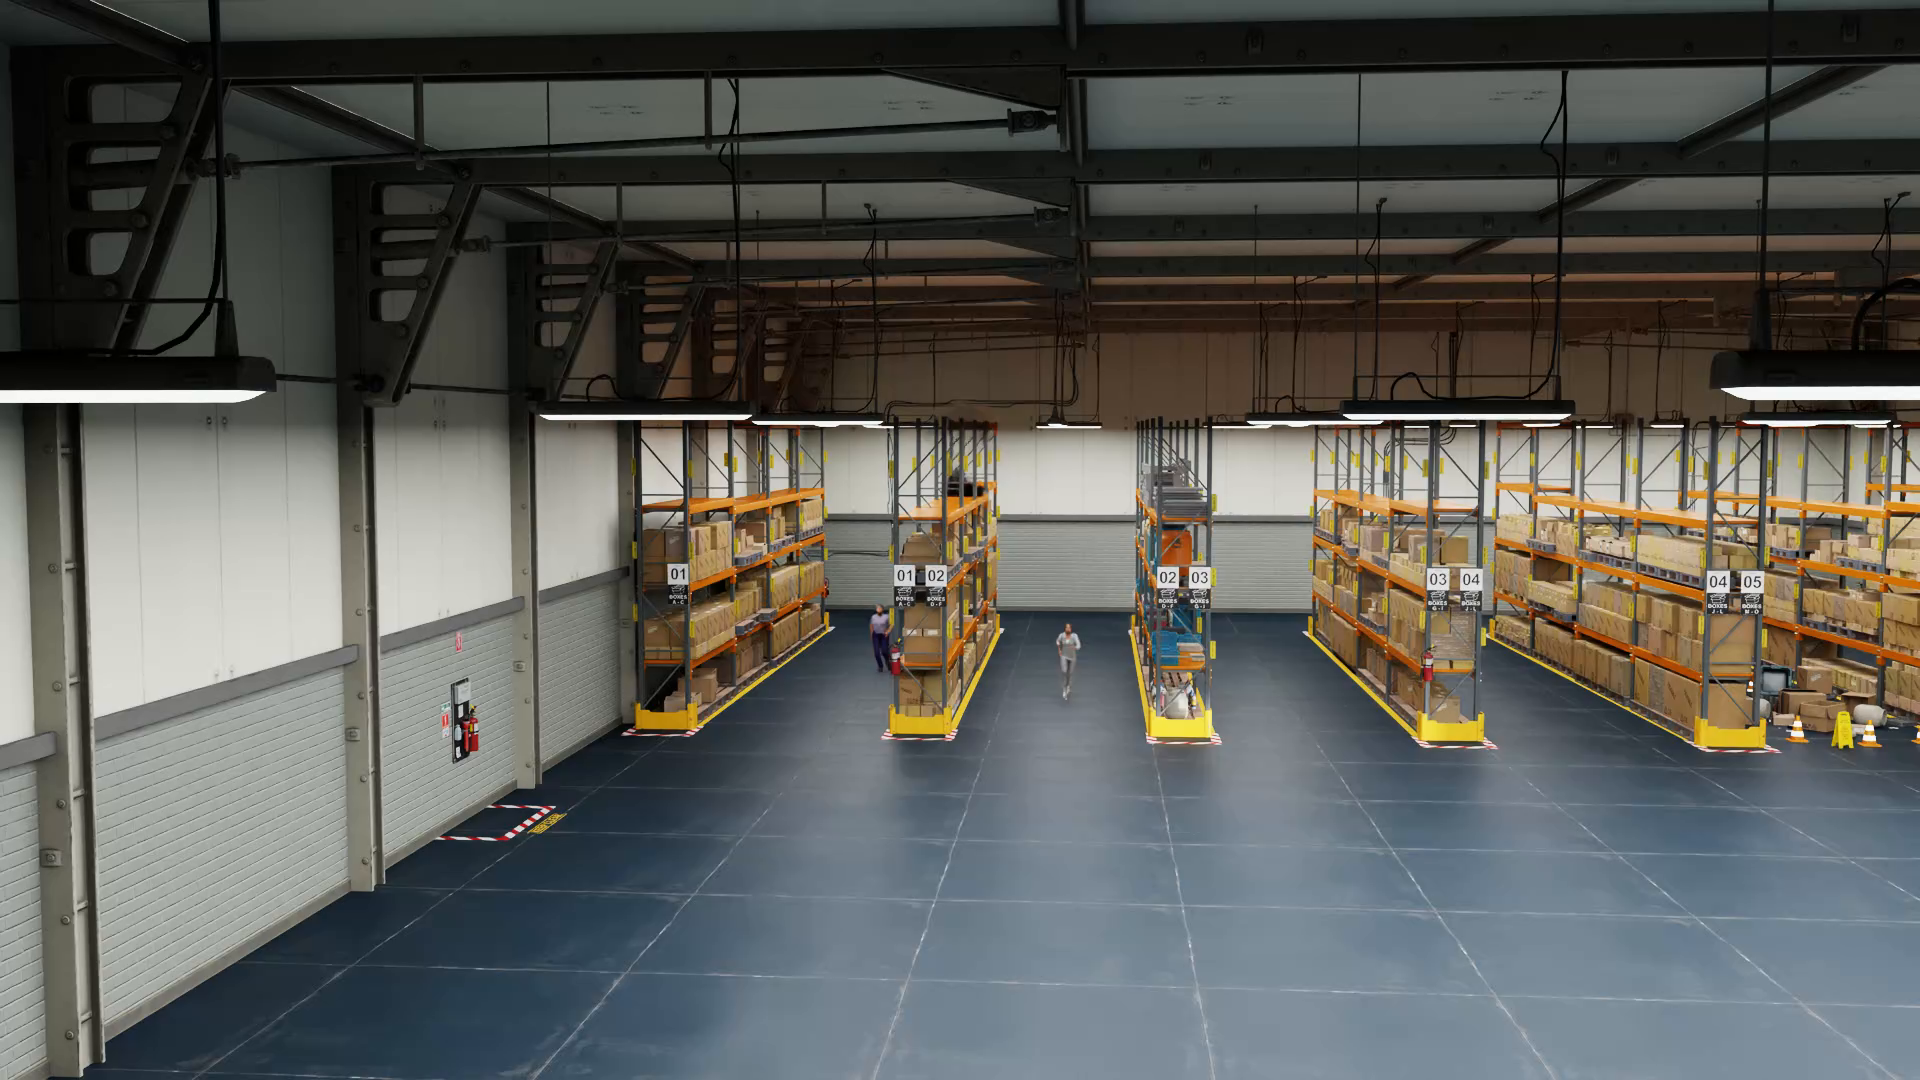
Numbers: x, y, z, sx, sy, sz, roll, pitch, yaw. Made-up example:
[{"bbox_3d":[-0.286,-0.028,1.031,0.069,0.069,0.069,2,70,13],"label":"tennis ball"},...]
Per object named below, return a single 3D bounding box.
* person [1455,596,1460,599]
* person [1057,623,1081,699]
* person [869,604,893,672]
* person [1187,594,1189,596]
[{"bbox_3d":[13.397,2.000,44.545,0.643,1.667,0.626,1,4,13],"label":"person"},{"bbox_3d":[2.348,2.593,35.915,0.512,1.636,0.775,0,4,-1],"label":"person"},{"bbox_3d":[-1.891,2.334,39.667,0.586,1.601,0.543,1,4,11],"label":"person"},{"bbox_3d":[6.721,1.727,47.788,0.470,1.764,0.633,3,5,38],"label":"person"}]
